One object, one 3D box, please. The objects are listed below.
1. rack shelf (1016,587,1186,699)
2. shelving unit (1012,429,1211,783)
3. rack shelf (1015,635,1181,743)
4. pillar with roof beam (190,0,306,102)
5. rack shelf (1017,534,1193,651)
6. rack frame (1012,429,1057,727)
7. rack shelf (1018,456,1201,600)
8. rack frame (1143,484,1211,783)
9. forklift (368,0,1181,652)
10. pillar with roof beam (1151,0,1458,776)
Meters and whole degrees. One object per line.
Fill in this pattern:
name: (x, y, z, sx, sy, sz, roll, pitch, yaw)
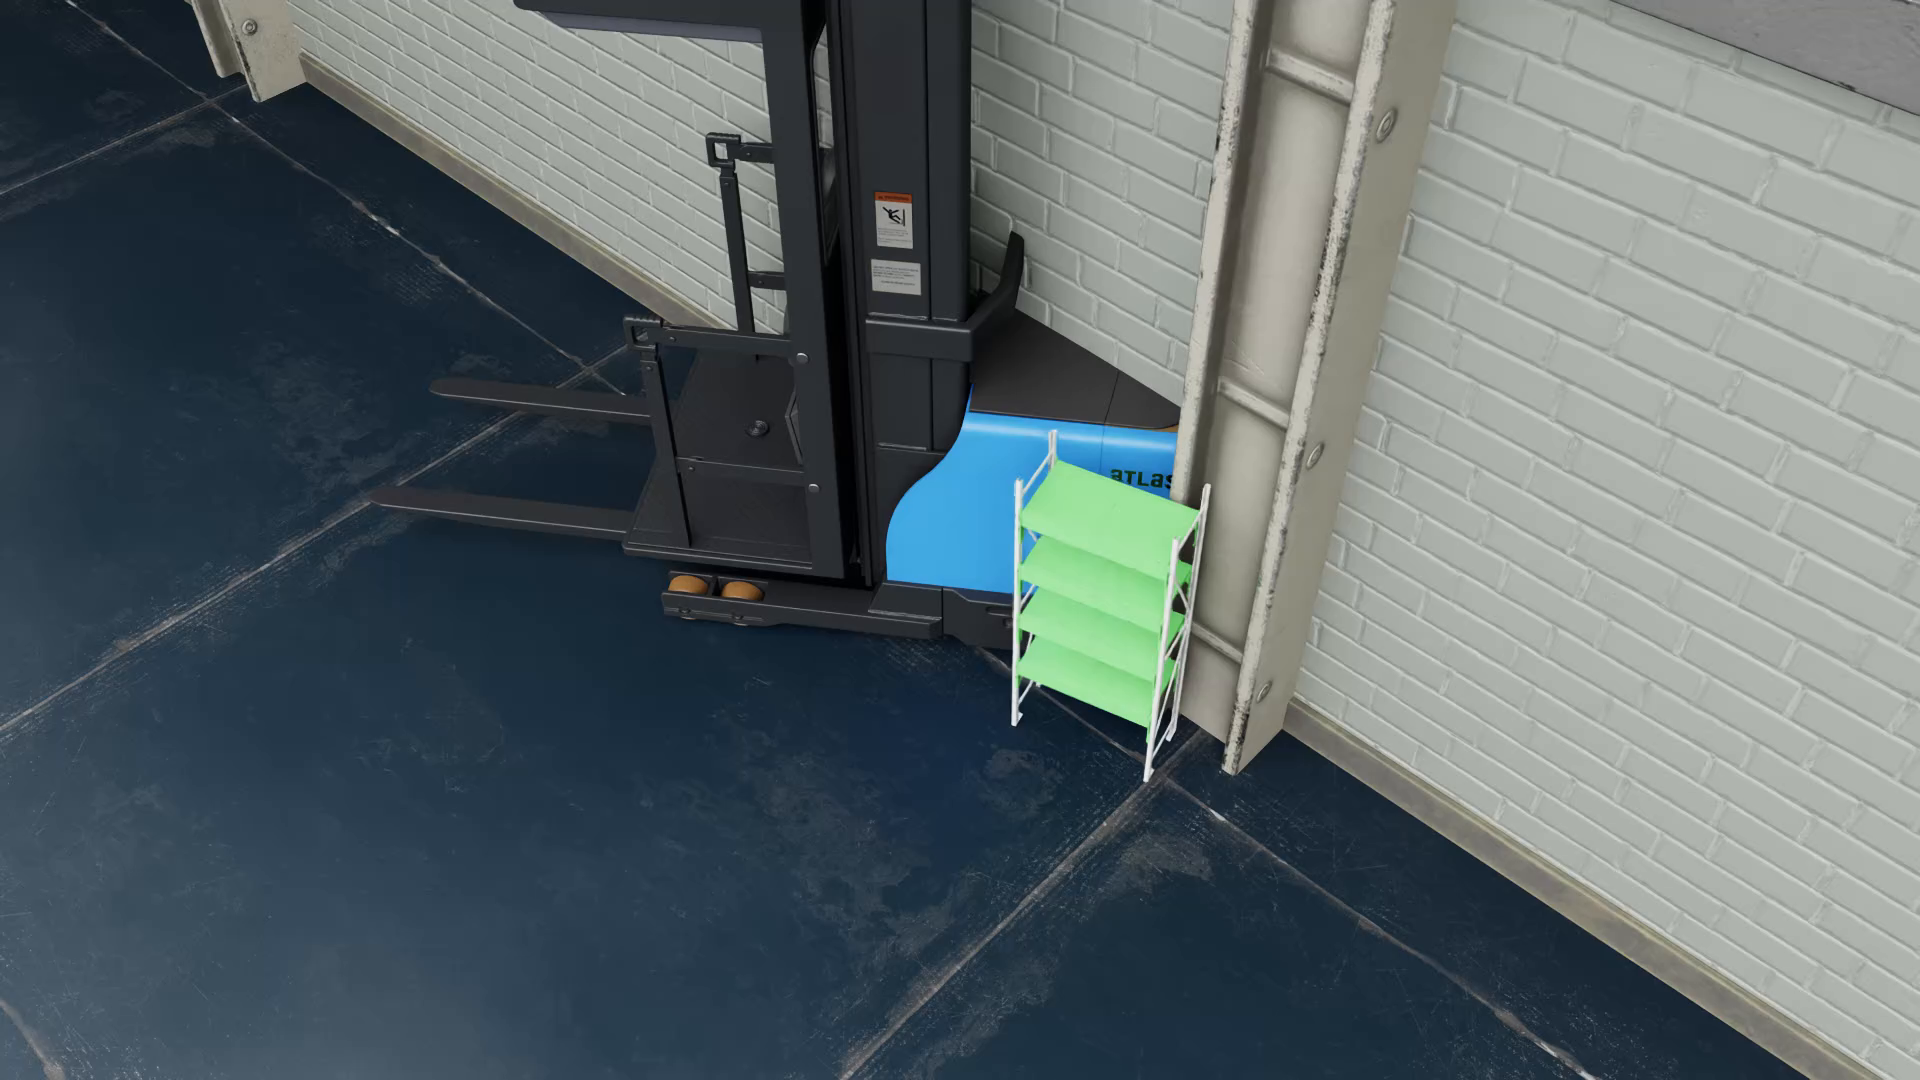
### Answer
rack shelf: (0.447, 0.279, 5.247, 0.480, 0.148, 0.258, 21, 52, 19)
shelving unit: (0.446, 0.237, 5.199, 0.503, 1.200, 0.258, 21, 52, 19)
rack shelf: (0.450, 0.439, 5.426, 0.480, 0.148, 0.258, 21, 52, 19)
pillar with roof beam: (-6.461, -3.136, 3.022, 0.400, 9.000, 9.100, 34, 55, 28)
rack shelf: (0.444, 0.119, 5.068, 0.480, 0.148, 0.258, 21, 52, 19)
rack frame: (0.231, 0.153, 5.278, 0.015, 1.200, 0.240, 21, 52, 19)
rack shelf: (0.440, -0.041, 4.889, 0.480, 0.148, 0.258, 21, 52, 19)
rack frame: (0.661, 0.321, 5.121, 0.015, 1.200, 0.240, 21, 52, 19)
forklift: (-0.621, -1.072, 5.246, 3.031, 2.935, 1.130, 6, 47, 6)
pillar with roof beam: (-2.052, -0.169, 0.236, 0.400, 9.000, 9.100, 34, 55, 28)
